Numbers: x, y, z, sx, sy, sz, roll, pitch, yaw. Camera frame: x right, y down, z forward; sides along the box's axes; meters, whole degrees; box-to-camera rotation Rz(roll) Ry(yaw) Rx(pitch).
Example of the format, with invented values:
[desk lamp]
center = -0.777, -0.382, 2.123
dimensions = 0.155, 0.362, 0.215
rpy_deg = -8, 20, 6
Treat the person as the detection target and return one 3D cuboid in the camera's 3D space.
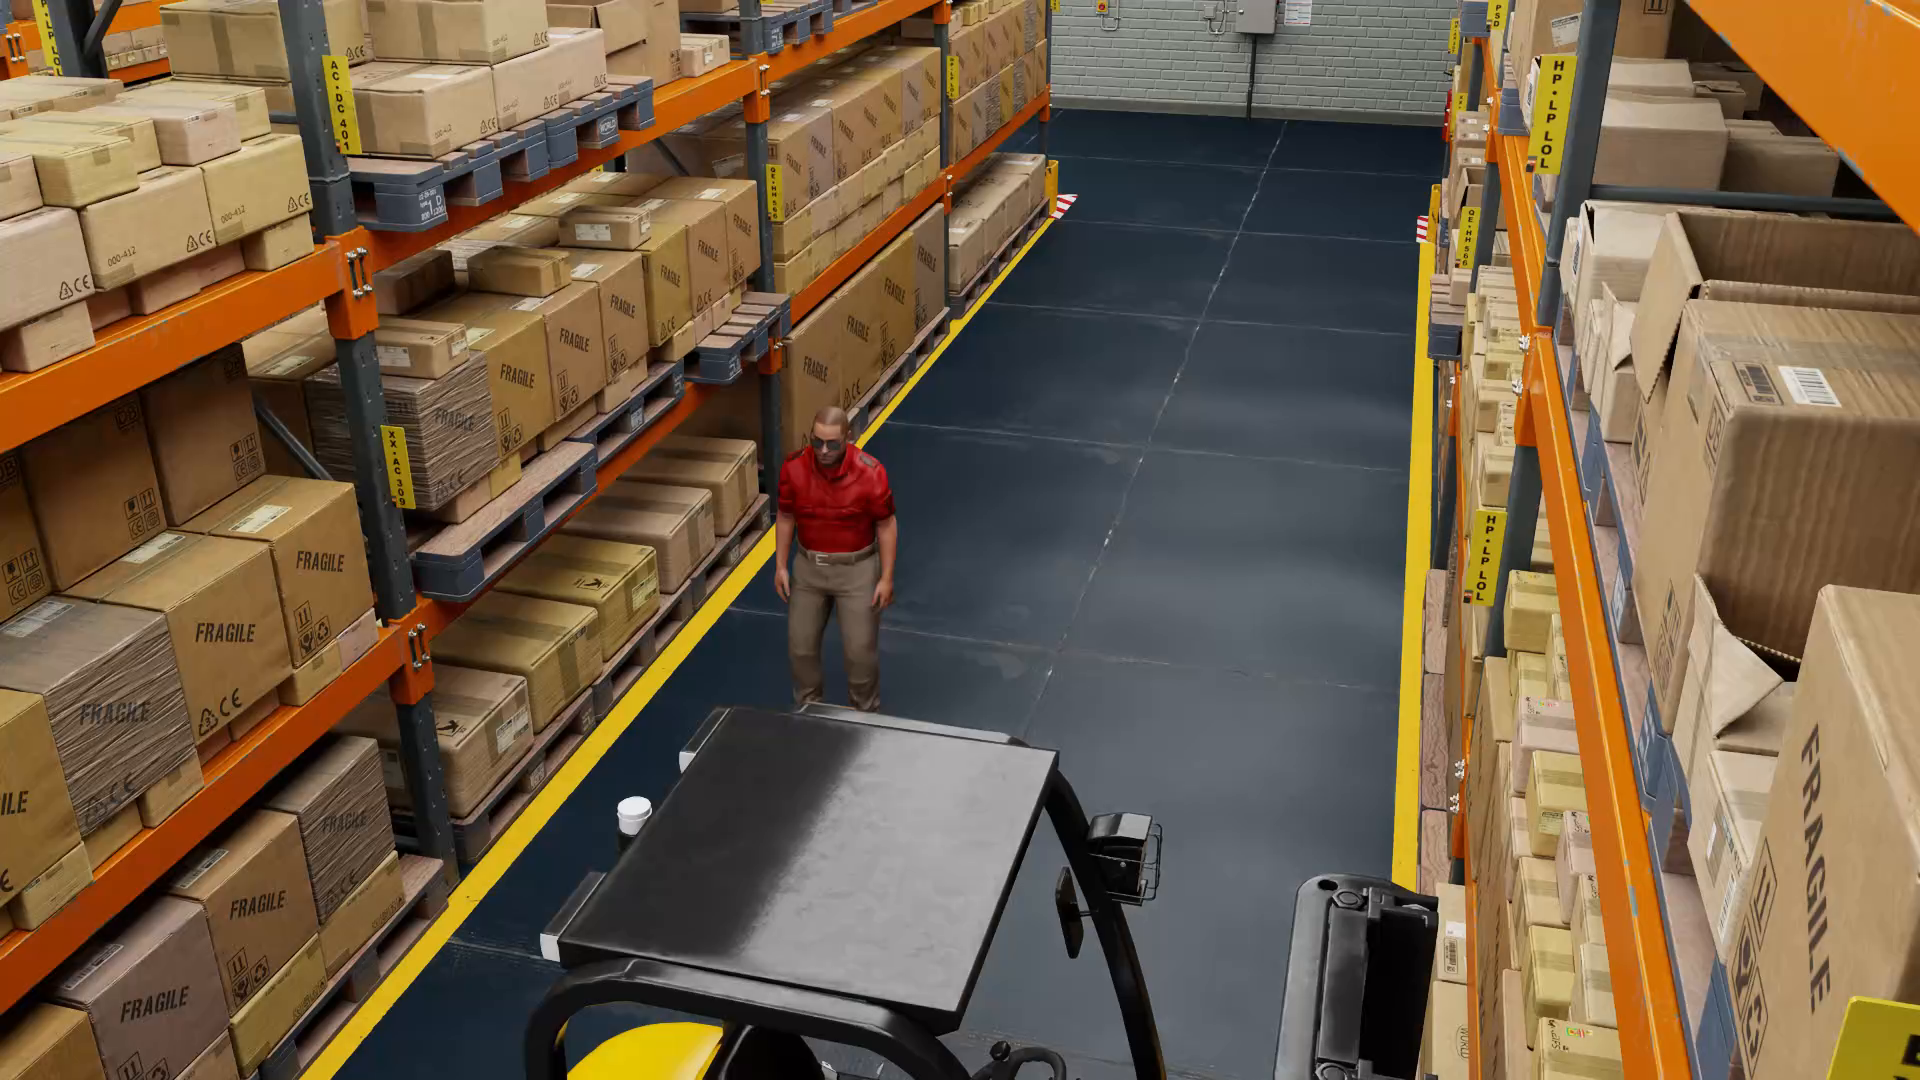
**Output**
[person]
center = -0.588, 0.174, 7.757
dimensions = 0.587, 1.725, 0.405
rpy_deg = 5, 26, 11
